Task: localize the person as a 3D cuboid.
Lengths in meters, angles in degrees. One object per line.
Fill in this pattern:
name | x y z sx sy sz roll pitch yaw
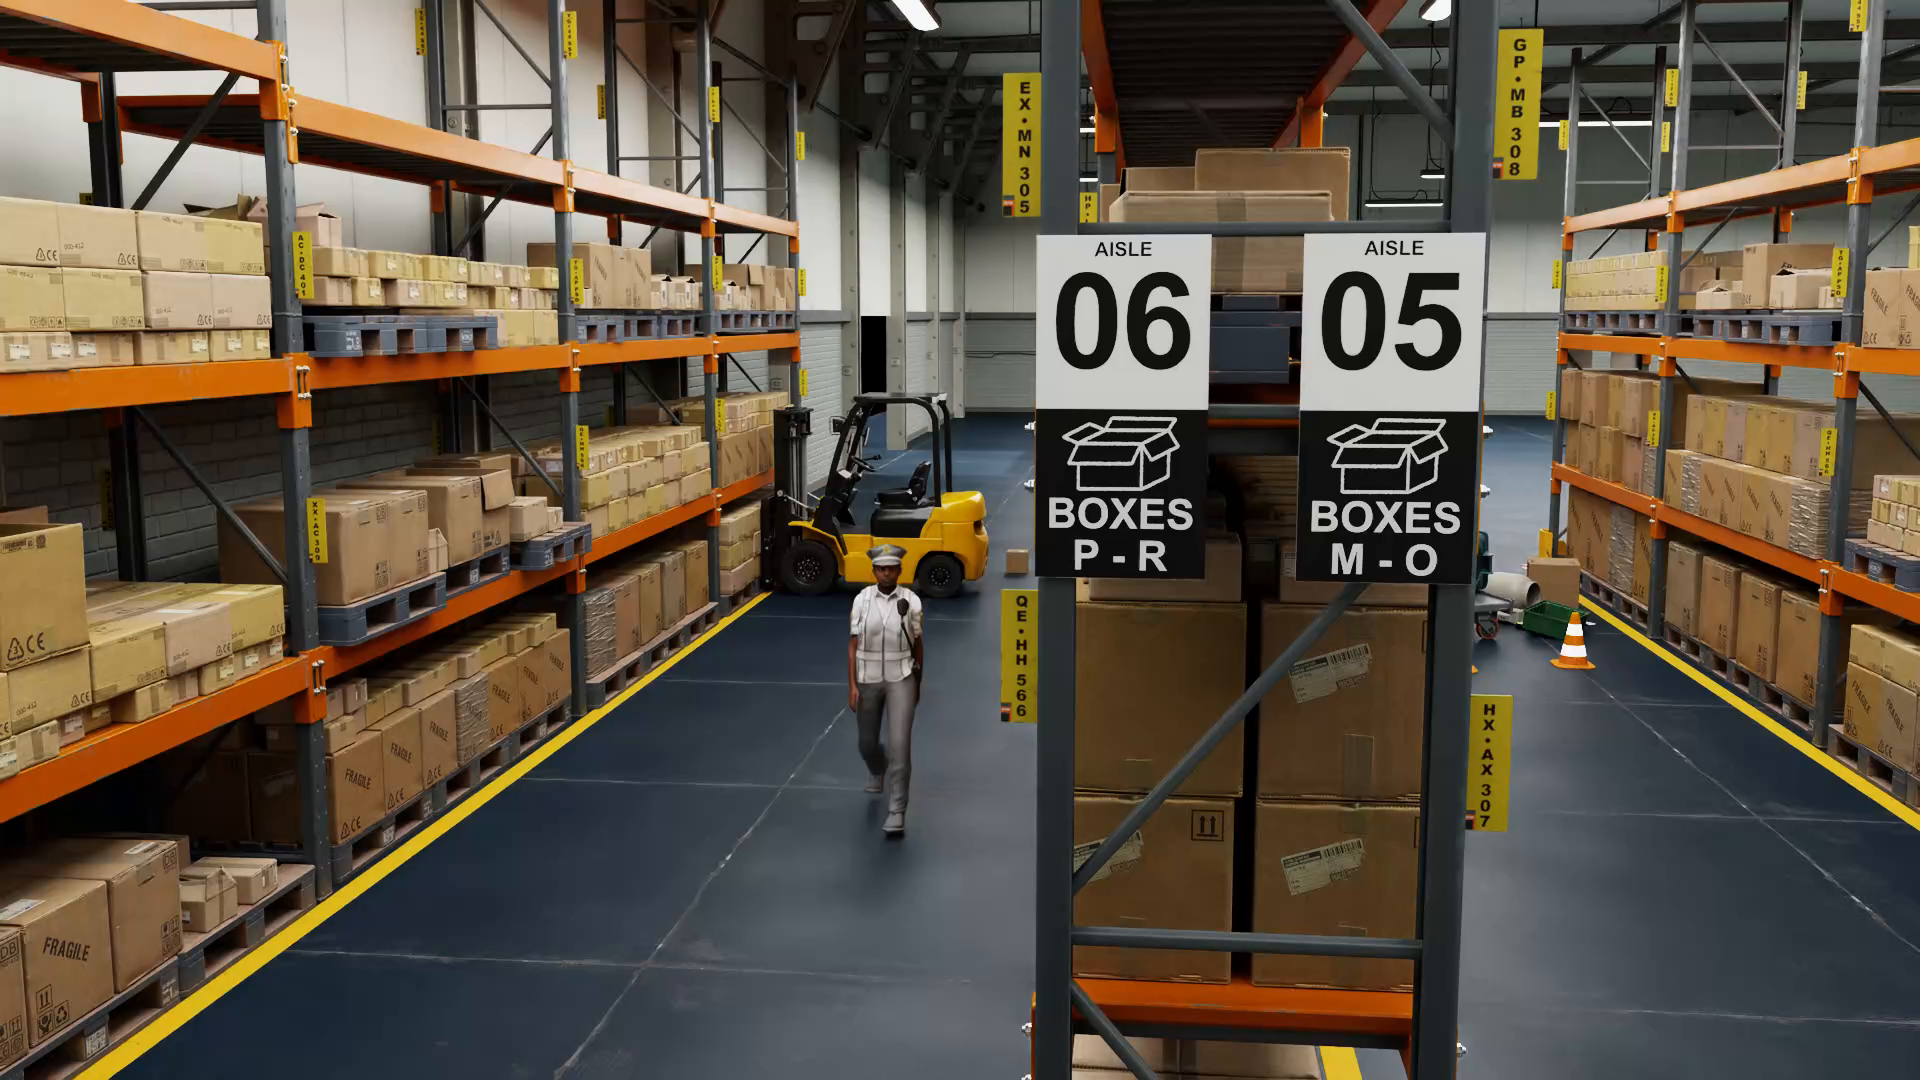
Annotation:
person | -0.444 0.834 9.954 0.441 1.653 0.891 1 8 4
